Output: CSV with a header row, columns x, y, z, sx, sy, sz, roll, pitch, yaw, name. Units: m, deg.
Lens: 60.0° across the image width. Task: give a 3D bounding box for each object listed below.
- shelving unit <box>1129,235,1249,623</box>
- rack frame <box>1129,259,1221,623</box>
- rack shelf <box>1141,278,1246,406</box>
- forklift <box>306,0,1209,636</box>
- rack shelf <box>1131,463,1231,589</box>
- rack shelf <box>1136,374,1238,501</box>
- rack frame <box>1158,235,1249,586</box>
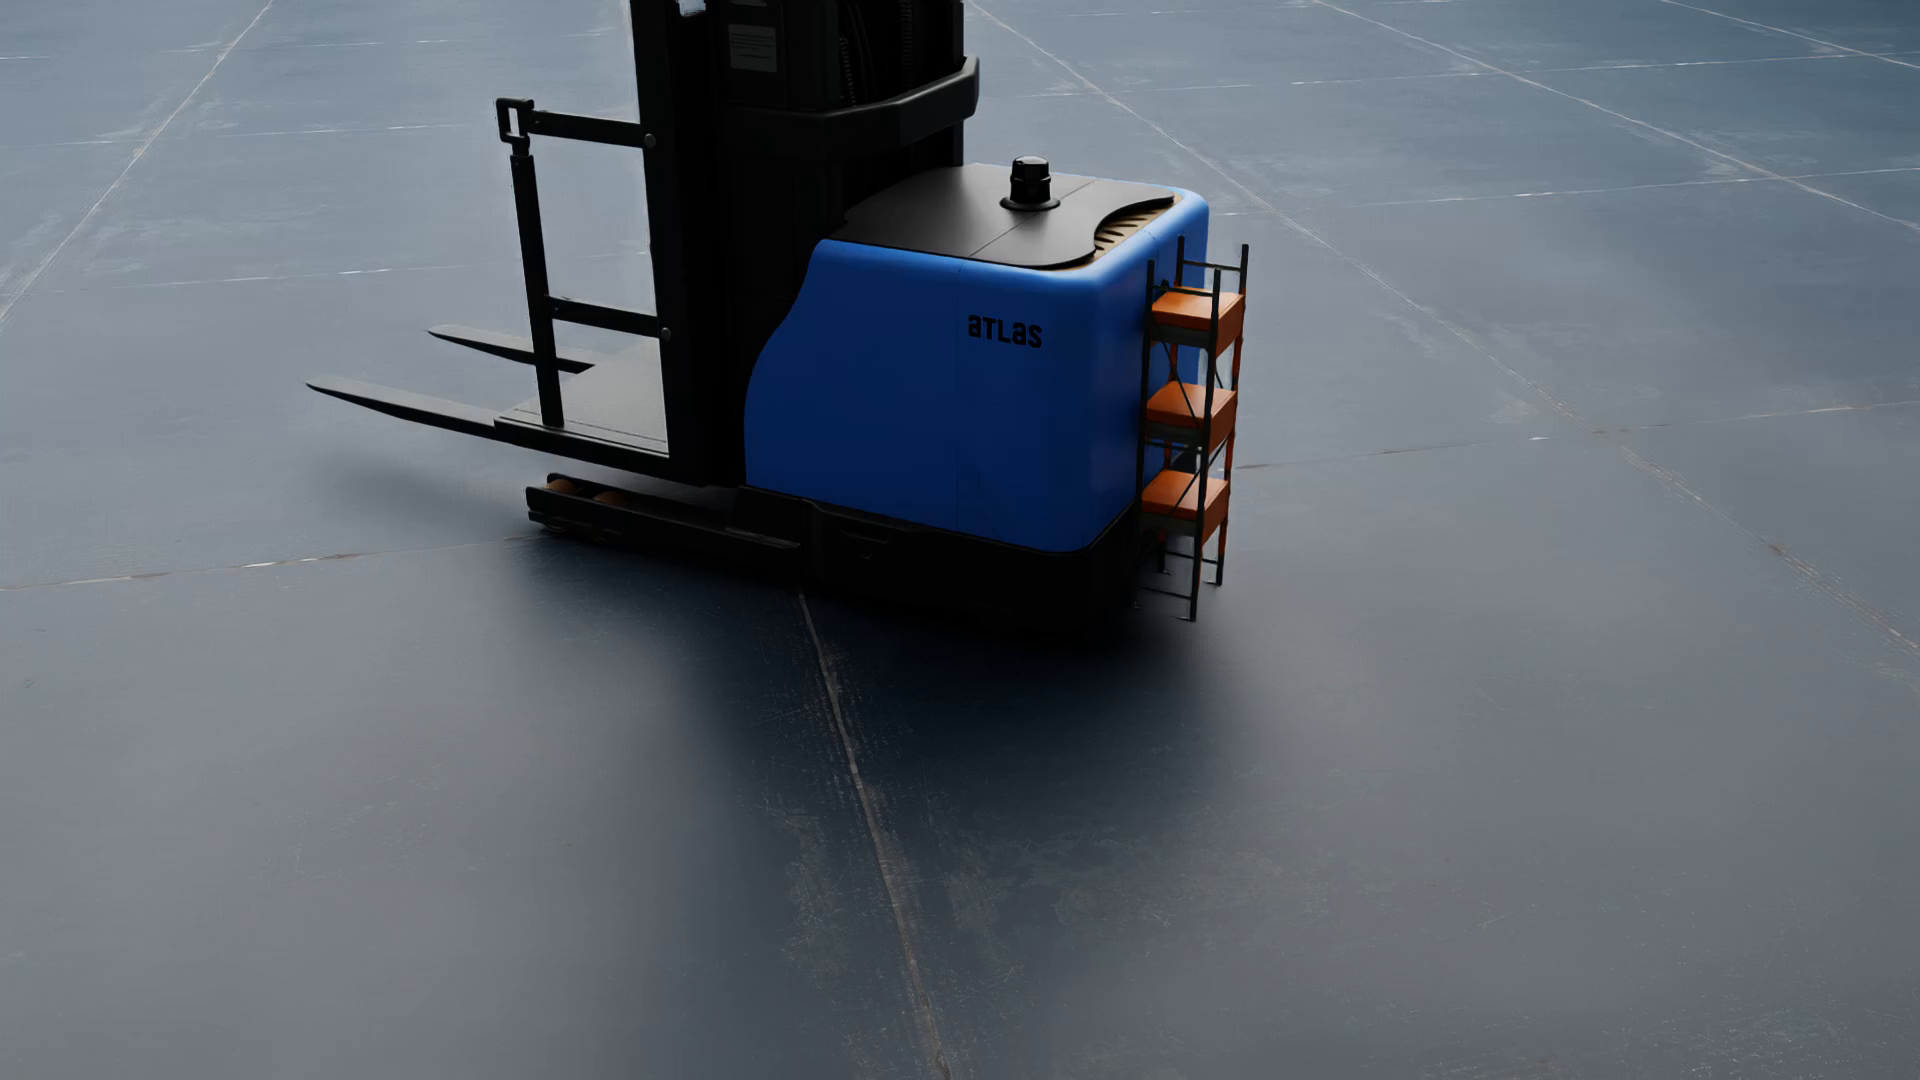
x,y,z,sx,sy,sz,roll,pitch,yaw,name
0.640,-0.302,4.683,0.215,1.050,0.252,12,29,23,shelving unit
0.586,-0.252,4.585,0.200,1.050,0.008,12,29,23,rack frame
0.640,-0.546,4.560,0.215,0.259,0.240,12,29,23,rack shelf
-0.802,-1.490,4.949,3.031,2.935,1.130,13,29,24,forklift
0.640,-0.044,4.813,0.215,0.259,0.240,12,29,23,rack shelf
0.640,-0.292,4.687,0.215,0.259,0.240,12,29,23,rack shelf
0.693,-0.351,4.781,0.200,1.050,0.008,12,29,23,rack frame
